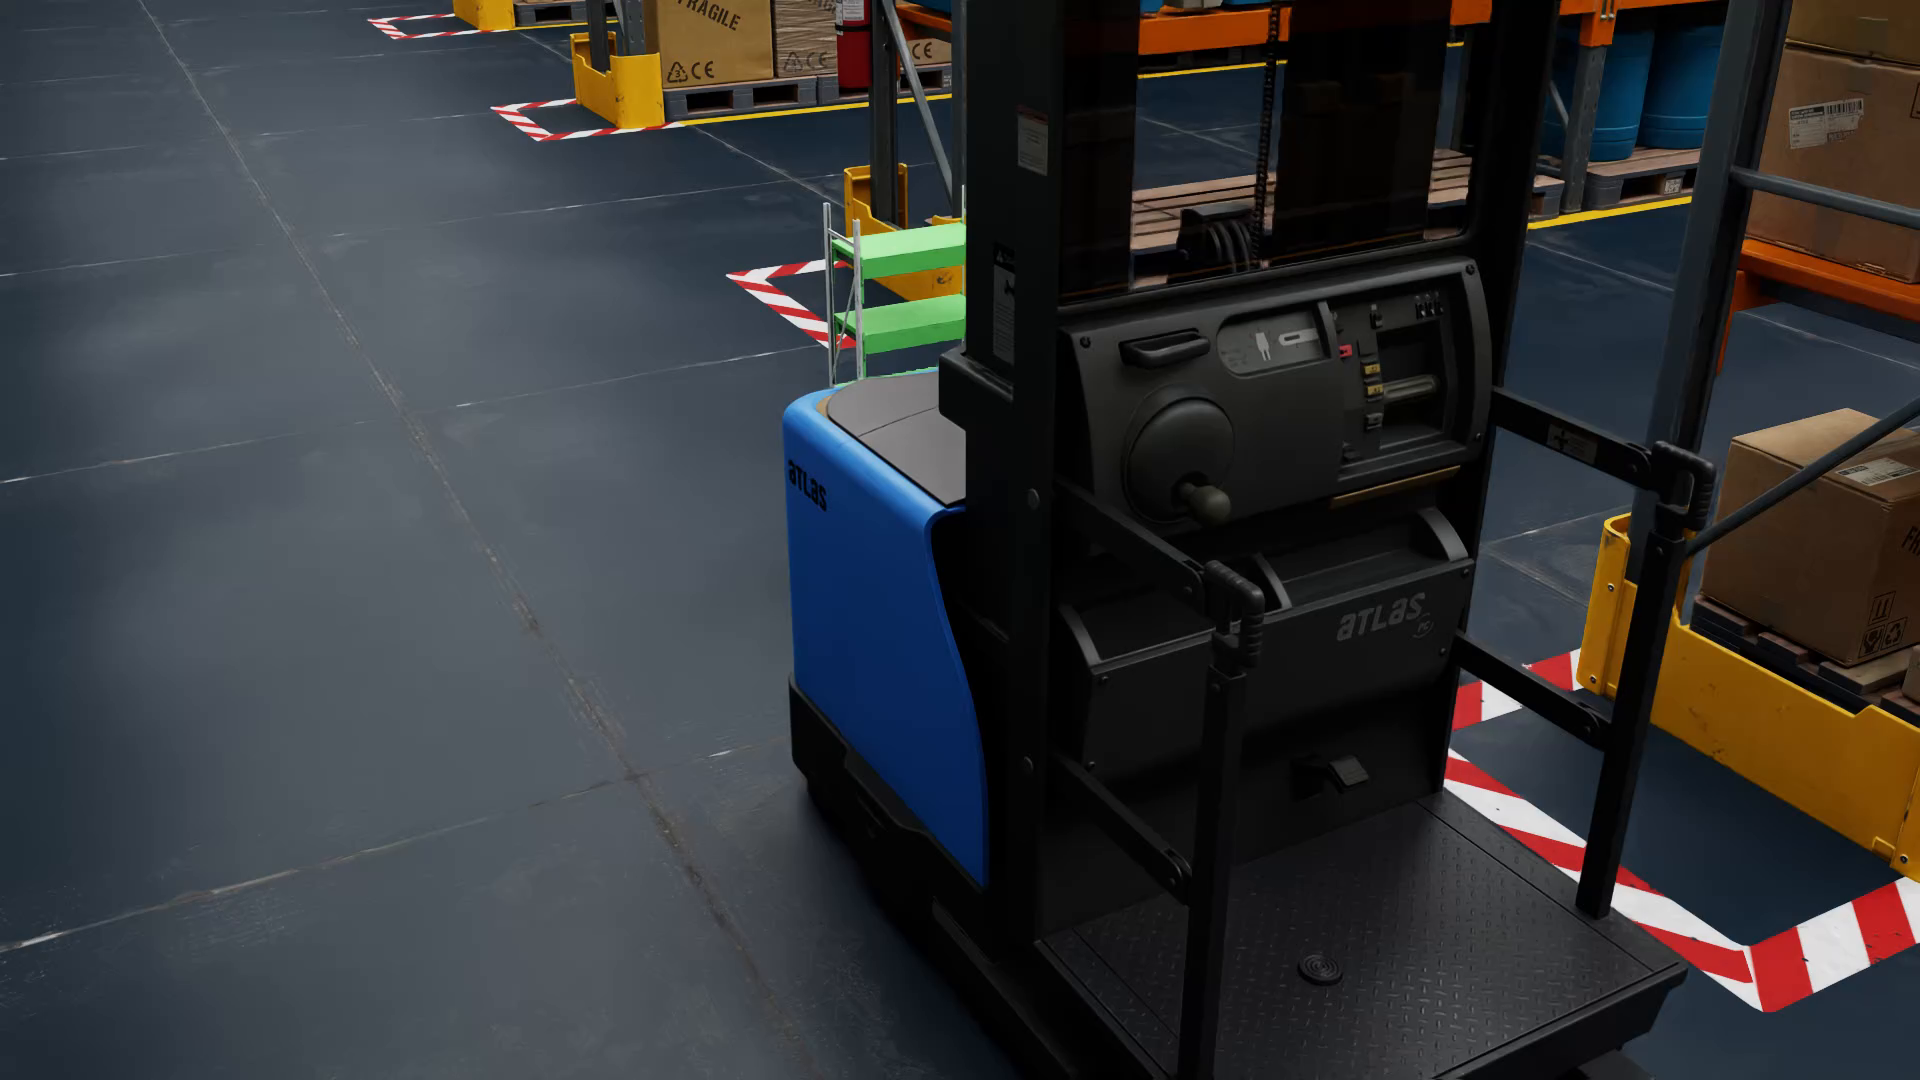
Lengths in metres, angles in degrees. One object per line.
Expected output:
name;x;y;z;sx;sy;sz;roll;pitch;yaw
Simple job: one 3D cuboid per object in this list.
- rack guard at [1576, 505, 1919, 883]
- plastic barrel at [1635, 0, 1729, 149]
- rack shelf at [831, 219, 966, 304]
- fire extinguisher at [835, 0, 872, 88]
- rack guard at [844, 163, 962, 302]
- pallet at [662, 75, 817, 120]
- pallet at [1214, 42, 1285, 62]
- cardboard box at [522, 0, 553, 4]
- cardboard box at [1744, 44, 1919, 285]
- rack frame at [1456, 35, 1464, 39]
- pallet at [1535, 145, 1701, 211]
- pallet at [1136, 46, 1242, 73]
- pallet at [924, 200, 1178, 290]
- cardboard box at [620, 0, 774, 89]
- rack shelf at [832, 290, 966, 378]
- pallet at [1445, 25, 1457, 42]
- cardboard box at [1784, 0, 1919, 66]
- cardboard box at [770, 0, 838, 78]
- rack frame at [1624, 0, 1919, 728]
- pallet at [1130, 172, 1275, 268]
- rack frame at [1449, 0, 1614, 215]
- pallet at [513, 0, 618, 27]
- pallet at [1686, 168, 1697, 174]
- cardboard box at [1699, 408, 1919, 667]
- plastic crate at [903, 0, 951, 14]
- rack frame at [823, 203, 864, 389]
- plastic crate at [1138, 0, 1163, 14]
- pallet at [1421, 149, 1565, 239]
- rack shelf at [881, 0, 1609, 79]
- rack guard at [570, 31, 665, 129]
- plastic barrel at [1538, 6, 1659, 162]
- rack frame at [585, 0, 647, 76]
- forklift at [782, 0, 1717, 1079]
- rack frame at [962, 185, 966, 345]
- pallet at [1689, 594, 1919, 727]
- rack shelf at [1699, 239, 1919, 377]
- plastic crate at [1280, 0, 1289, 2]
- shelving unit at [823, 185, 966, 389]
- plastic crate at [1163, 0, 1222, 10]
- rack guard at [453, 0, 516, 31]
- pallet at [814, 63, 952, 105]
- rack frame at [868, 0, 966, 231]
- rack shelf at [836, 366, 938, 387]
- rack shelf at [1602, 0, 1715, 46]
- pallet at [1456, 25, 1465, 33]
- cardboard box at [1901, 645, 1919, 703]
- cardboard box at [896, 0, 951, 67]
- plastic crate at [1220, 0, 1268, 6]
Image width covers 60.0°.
rack guard;2.216;0.366;4.411;0.348;0.500;1.175;-13;29;-25
plastic barrel;4.464;-2.945;10.357;0.708;0.901;0.600;-13;29;-25
rack shelf;-0.146;-0.882;5.240;0.480;0.148;0.258;-13;29;-25
fire extinguisher;-0.525;-2.578;8.174;0.183;0.674;0.296;-13;29;-25
rack guard;-0.193;-1.501;8.300;0.348;0.500;1.175;-13;29;-25
pallet;-1.840;-3.465;12.724;1.213;0.211;1.003;-13;29;-25
pallet;2.744;-4.523;14.928;1.213;0.211;1.003;-13;29;-25
cardboard box;-4.141;-5.333;16.201;0.250;0.149;0.380;-12;28;-24
cardboard box;2.416;-0.986;4.222;0.500;0.500;0.500;-12;28;-24
rack frame;4.550;-6.159;15.112;0.127;3.000;1.000;-13;29;-25
pallet;4.052;-2.337;10.374;1.213;0.211;1.003;-13;29;-25
pallet;1.666;-4.273;14.406;1.213;0.211;1.003;-13;29;-25
pallet;0.568;-1.534;8.702;1.213;0.211;1.003;-13;29;-25
cardboard box;-1.982;-3.922;12.423;0.875;0.875;0.875;-13;29;-25
rack shelf;-0.146;-0.666;5.344;0.480;0.148;0.258;-13;29;-25
pallet;3.819;-4.770;15.441;1.213;0.211;1.003;-13;29;-25
cardboard box;2.413;-1.437;4.007;0.500;0.500;0.500;-13;29;-26
cardboard box;-1.179;-4.107;12.809;0.875;0.875;0.875;-13;29;-25
rack frame;2.149;-0.746;3.837;0.127;3.000;1.000;-13;29;-25
pallet;1.643;-1.781;9.215;1.213;0.211;1.003;-13;29;-25
rack frame;3.351;-3.453;9.476;0.127;3.000;1.000;-13;29;-25
pallet;-3.953;-5.355;16.659;1.213;0.211;1.003;-13;29;-25
pallet;5.129;-2.587;10.895;1.213;0.211;1.003;-13;29;-25
cardboard box;2.513;-0.022;4.710;0.500;0.500;0.500;-13;29;-25
plastic crate;0.029;-2.821;8.049;0.499;0.435;0.616;-13;29;-25
rack frame;-0.361;-0.457;5.317;0.015;1.200;0.240;-13;29;-25
plastic crate;0.775;-2.648;7.924;0.300;0.233;0.416;-13;29;-25
pallet;2.721;-2.031;9.737;1.213;0.211;1.003;-13;29;-25
rack shelf;1.586;-2.721;8.783;4.000;0.370;1.077;-13;29;-25
rack guard;-2.530;-3.398;12.250;0.348;0.500;1.175;-13;29;-25
plastic barrel;3.839;-2.800;10.056;0.708;0.901;0.600;-13;29;-25
rack frame;-2.509;-4.530;11.719;0.127;3.000;1.000;-13;29;-25
forklift;0.714;-0.244;2.871;1.130;2.935;3.031;-14;29;-26
rack frame;0.069;-0.557;5.524;0.015;1.200;0.240;-13;29;-25
pallet;2.919;0.333;4.812;1.213;0.211;1.003;-13;29;-25
rack shelf;3.914;-0.829;4.841;4.000;0.370;1.077;-13;29;-25
plastic crate;1.621;-2.844;8.331;0.300;0.233;0.416;-13;29;-25
shelving unit;-0.146;-0.507;5.420;0.503;1.200;0.258;-13;29;-25
plastic crate;1.115;-2.643;8.024;0.298;0.136;0.250;-13;29;-25
rack guard;-4.687;-5.333;16.280;0.348;0.500;1.175;-13;29;-25
pallet;-0.765;-3.712;13.238;1.213;0.211;1.003;-13;29;-25
rack frame;-0.178;-2.638;7.779;0.127;3.000;1.000;-13;29;-25
rack shelf;-0.146;-0.450;5.448;0.480;0.148;0.258;-13;29;-25
rack shelf;5.116;-3.536;10.480;4.000;0.370;1.077;-13;29;-25
pallet;5.240;-5.061;16.046;1.213;0.211;1.003;-13;29;-25
cardboard box;2.680;0.387;4.263;0.250;0.149;0.380;-13;29;-25
cardboard box;-0.394;-4.289;13.186;0.875;0.875;0.875;-13;29;-25
plastic crate;1.356;-2.782;8.204;0.300;0.233;0.416;-13;29;-25
